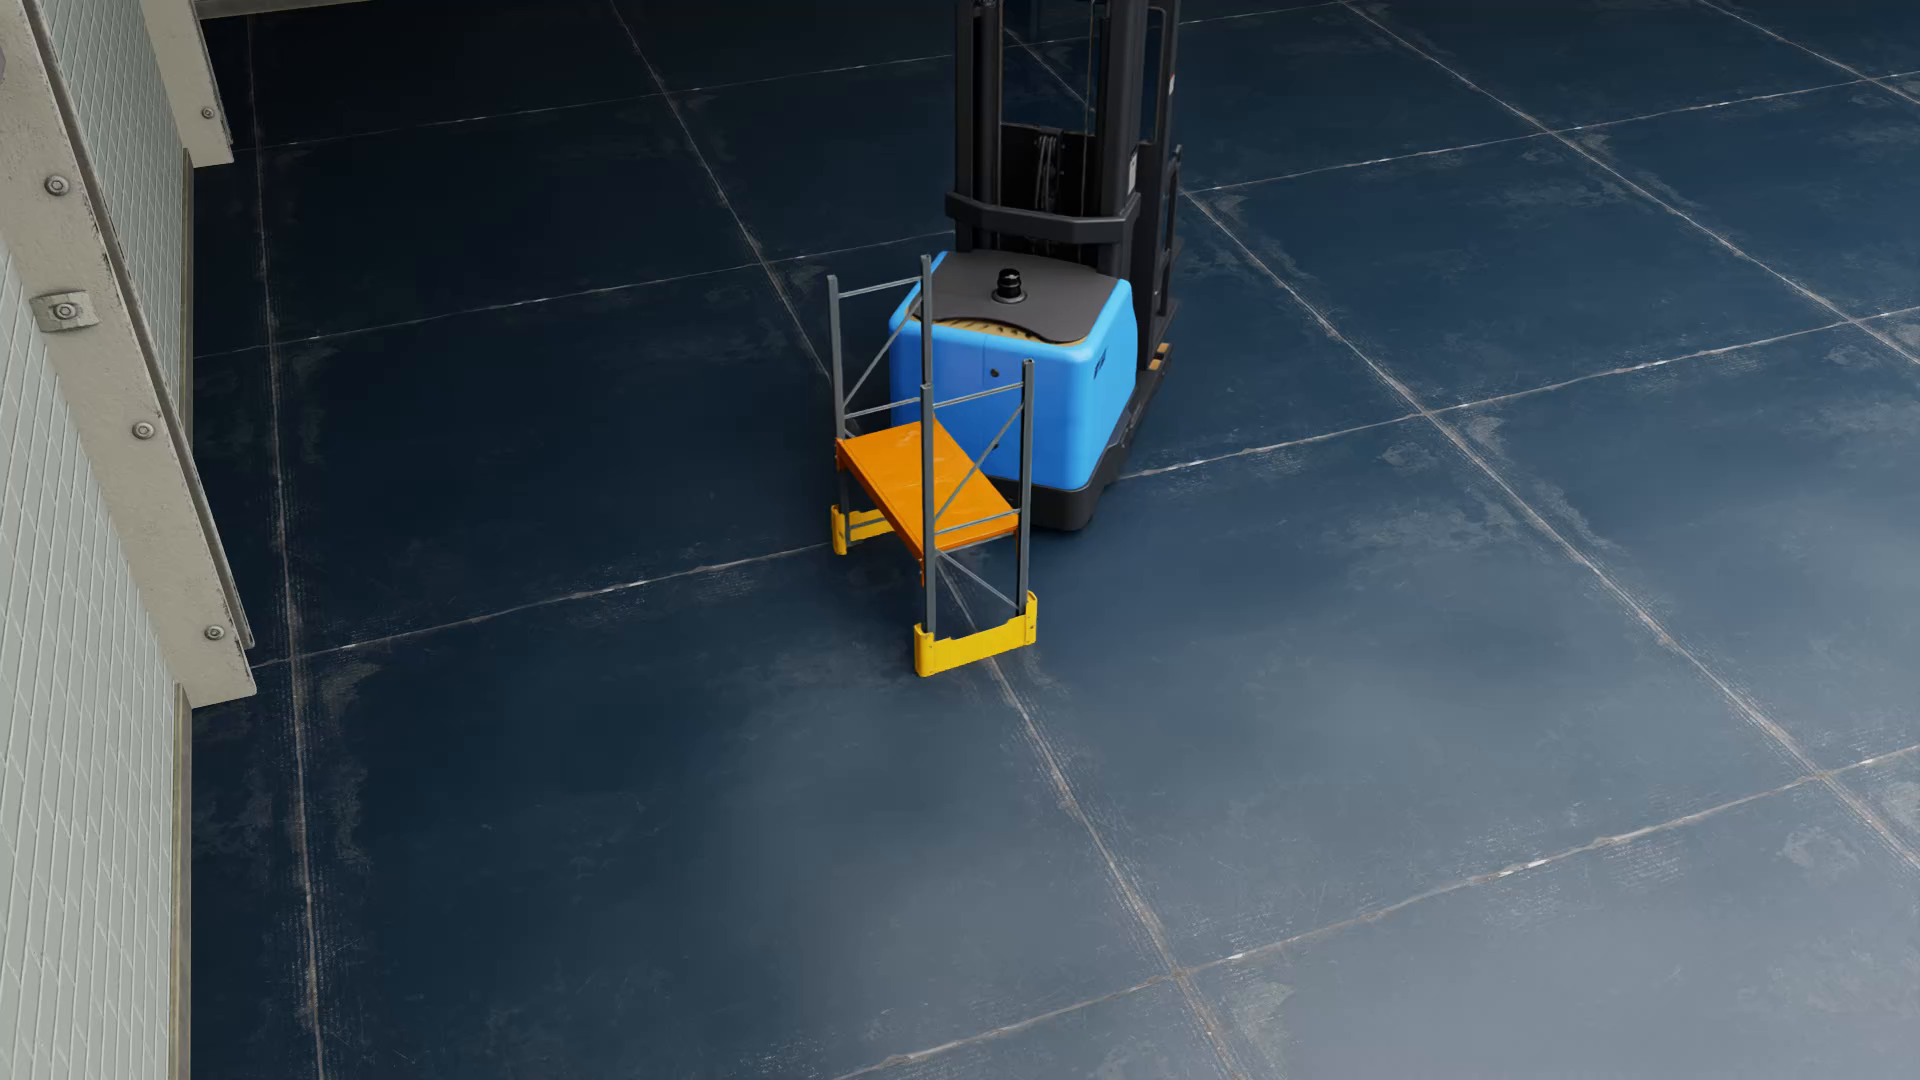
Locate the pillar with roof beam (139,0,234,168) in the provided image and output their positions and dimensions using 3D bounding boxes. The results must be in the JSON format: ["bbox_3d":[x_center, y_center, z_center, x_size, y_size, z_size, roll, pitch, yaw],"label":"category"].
[{"bbox_3d":[-1.367,-7.269,10.481,9.100,9.000,0.400,-12,39,-16],"label":"pillar with roof beam"}]

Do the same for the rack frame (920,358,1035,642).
[{"bbox_3d":[0.073,-0.074,7.161,0.500,1.500,0.032,-16,40,-20],"label":"rack frame"}]

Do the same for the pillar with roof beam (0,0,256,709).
[{"bbox_3d":[0.698,-3.880,5.981,9.100,9.000,0.400,-12,39,-16],"label":"pillar with roof beam"}]

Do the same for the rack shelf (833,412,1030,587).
[{"bbox_3d":[-0.145,-0.206,7.637,0.538,0.185,1.000,-16,40,-20],"label":"rack shelf"}]

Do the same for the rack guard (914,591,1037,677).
[{"bbox_3d":[0.072,0.425,7.538,0.587,0.250,0.087,-16,40,-20],"label":"rack guard"}]

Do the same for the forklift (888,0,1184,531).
[{"bbox_3d":[0.599,-2.105,8.669,1.130,2.935,3.031,12,39,15],"label":"forklift"}]

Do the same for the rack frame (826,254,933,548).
[{"bbox_3d":[-0.362,-0.626,7.895,0.500,1.500,0.032,-16,40,-20],"label":"rack frame"}]

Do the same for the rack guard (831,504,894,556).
[{"bbox_3d":[-0.354,-0.117,8.258,0.587,0.250,0.087,-16,40,-20],"label":"rack guard"}]

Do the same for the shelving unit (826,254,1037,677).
[{"bbox_3d":[-0.141,-0.345,7.522,0.587,1.500,1.083,-16,40,-20],"label":"shelving unit"}]
